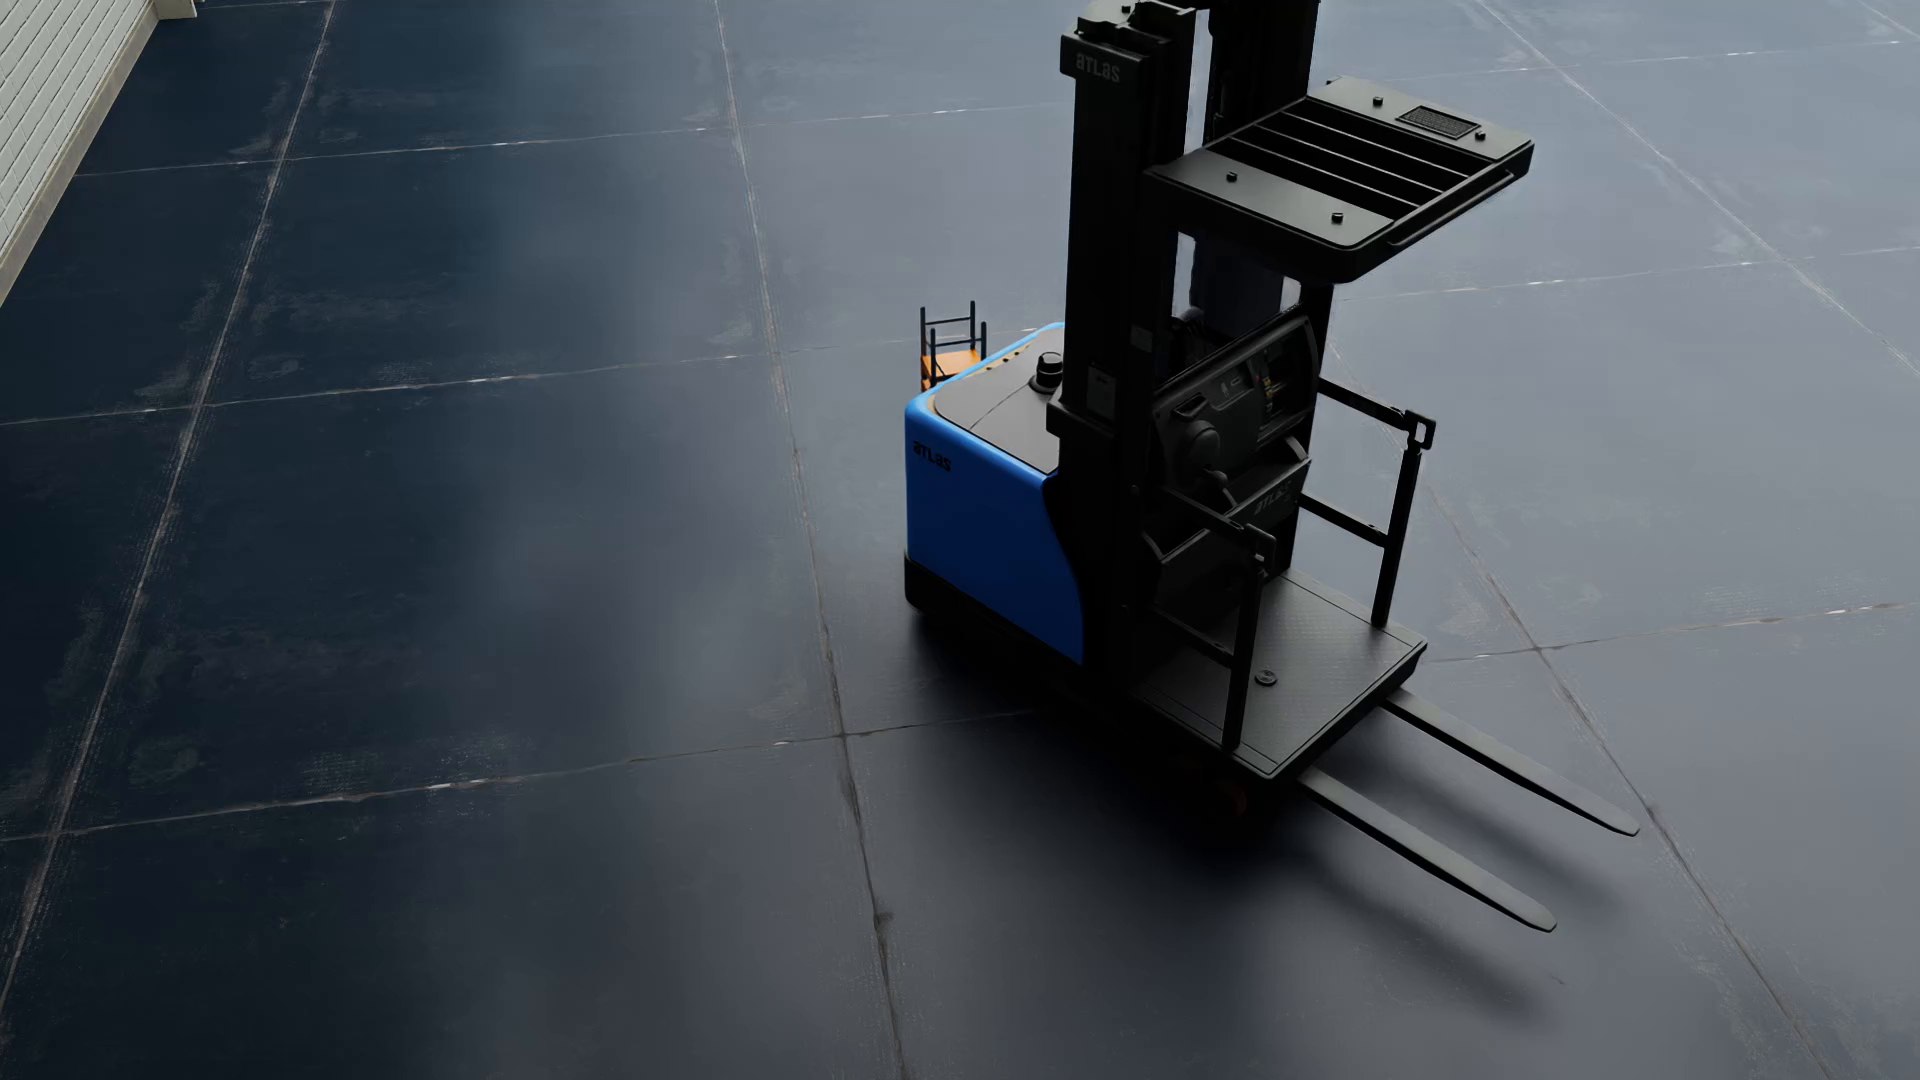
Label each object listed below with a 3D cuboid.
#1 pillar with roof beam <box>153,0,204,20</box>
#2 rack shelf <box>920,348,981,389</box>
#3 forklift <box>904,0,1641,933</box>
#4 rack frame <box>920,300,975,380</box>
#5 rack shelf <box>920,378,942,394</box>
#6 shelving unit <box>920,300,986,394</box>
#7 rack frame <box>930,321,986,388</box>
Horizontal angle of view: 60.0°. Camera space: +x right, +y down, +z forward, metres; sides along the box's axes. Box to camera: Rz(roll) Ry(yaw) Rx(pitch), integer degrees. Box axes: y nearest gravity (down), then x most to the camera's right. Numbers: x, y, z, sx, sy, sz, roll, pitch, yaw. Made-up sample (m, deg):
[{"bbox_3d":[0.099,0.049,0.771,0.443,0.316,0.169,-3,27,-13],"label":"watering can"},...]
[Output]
[{"bbox_3d":[-1.931,-8.212,10.985,9.100,9.000,0.400,-6,38,-8],"label":"pillar with roof beam"},{"bbox_3d":[-0.029,-0.727,7.193,0.258,0.103,0.180,-9,39,-11],"label":"rack shelf"},{"bbox_3d":[1.162,-0.441,5.929,3.031,2.935,1.130,31,47,34],"label":"forklift"},{"bbox_3d":[-0.050,-0.533,7.457,0.240,1.200,0.006,-9,39,-11],"label":"rack frame"},{"bbox_3d":[-0.028,-0.633,7.267,0.258,0.103,0.180,-9,39,-11],"label":"rack shelf"},{"bbox_3d":[-0.028,-0.478,7.387,0.258,1.200,0.189,-9,39,-11],"label":"shelving unit"},{"bbox_3d":[-0.005,-0.424,7.317,0.240,1.200,0.006,-9,39,-11],"label":"rack frame"}]
